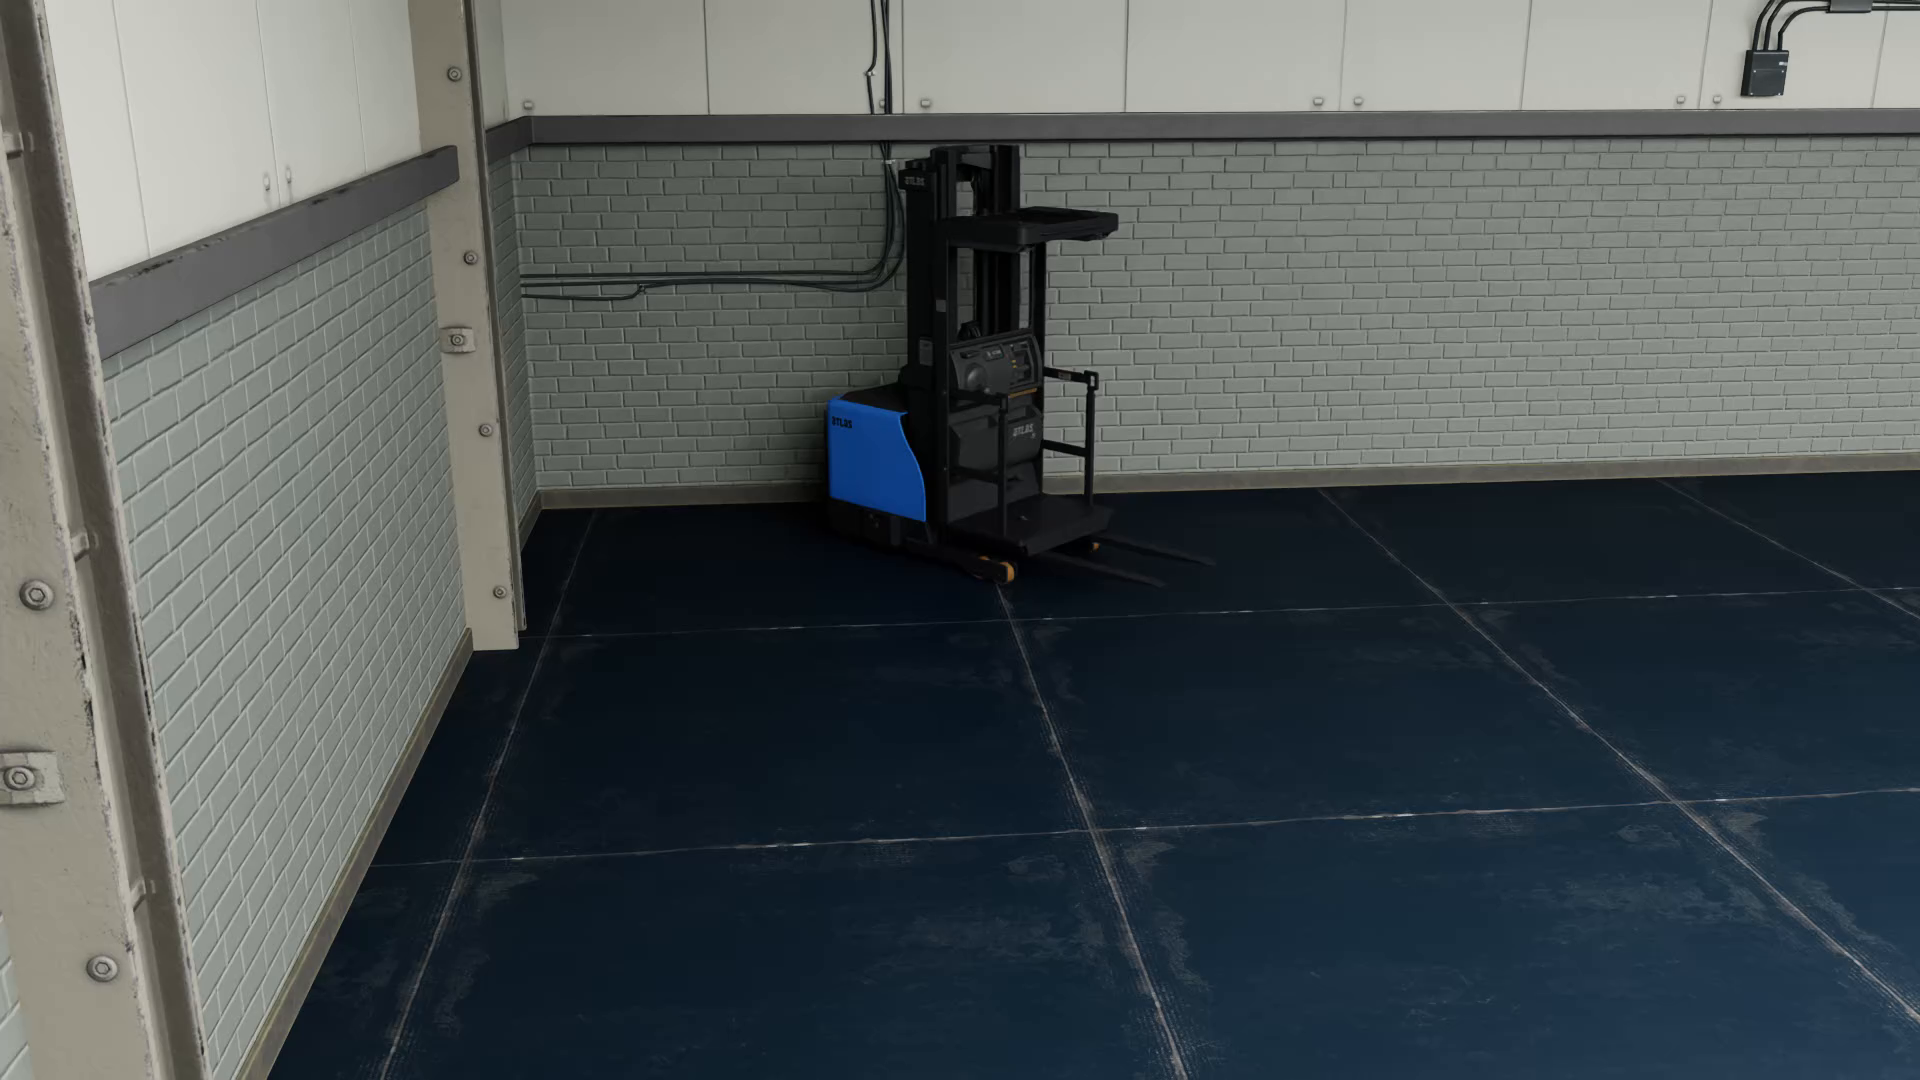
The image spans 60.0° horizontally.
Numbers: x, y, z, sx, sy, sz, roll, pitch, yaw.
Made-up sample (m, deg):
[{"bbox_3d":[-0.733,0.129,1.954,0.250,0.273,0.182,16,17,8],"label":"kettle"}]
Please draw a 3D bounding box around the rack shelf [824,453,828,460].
[{"bbox_3d":[-0.915,-0.654,13.067,0.258,0.077,0.200,5,18,14],"label":"rack shelf"}]

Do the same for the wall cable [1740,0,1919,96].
[{"bbox_3d":[7.491,-6.491,12.651,2.305,6.003,0.169,-2,18,-6],"label":"wall cable"}]

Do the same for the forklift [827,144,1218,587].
[{"bbox_3d":[0.421,-1.257,11.786,3.031,2.935,1.130,15,23,39],"label":"forklift"}]

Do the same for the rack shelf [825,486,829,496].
[{"bbox_3d":[-0.915,-0.396,13.148,0.258,0.077,0.200,5,18,14],"label":"rack shelf"}]

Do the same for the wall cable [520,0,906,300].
[{"bbox_3d":[-1.954,-3.098,12.706,3.097,2.526,0.112,-2,18,-6],"label":"wall cable"}]

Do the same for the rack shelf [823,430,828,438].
[{"bbox_3d":[-0.915,-0.825,13.013,0.258,0.077,0.200,5,18,14],"label":"rack shelf"}]

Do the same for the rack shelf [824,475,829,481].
[{"bbox_3d":[-0.915,-0.482,13.121,0.258,0.077,0.200,5,18,14],"label":"rack shelf"}]

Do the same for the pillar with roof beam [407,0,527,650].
[{"bbox_3d":[1.317,-3.794,9.739,9.100,9.000,0.400,-2,18,-6],"label":"pillar with roof beam"}]

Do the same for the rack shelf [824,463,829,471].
[{"bbox_3d":[-0.915,-0.568,13.094,0.258,0.077,0.200,5,18,14],"label":"rack shelf"}]

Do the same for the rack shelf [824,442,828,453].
[{"bbox_3d":[-0.915,-0.739,13.040,0.258,0.077,0.200,5,18,14],"label":"rack shelf"}]

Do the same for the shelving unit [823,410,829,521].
[{"bbox_3d":[-0.915,-0.599,13.084,0.258,0.900,0.210,5,18,14],"label":"shelving unit"}]

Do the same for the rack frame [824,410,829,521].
[{"bbox_3d":[-0.941,-0.570,12.990,0.240,0.900,0.006,5,18,14],"label":"rack frame"}]
